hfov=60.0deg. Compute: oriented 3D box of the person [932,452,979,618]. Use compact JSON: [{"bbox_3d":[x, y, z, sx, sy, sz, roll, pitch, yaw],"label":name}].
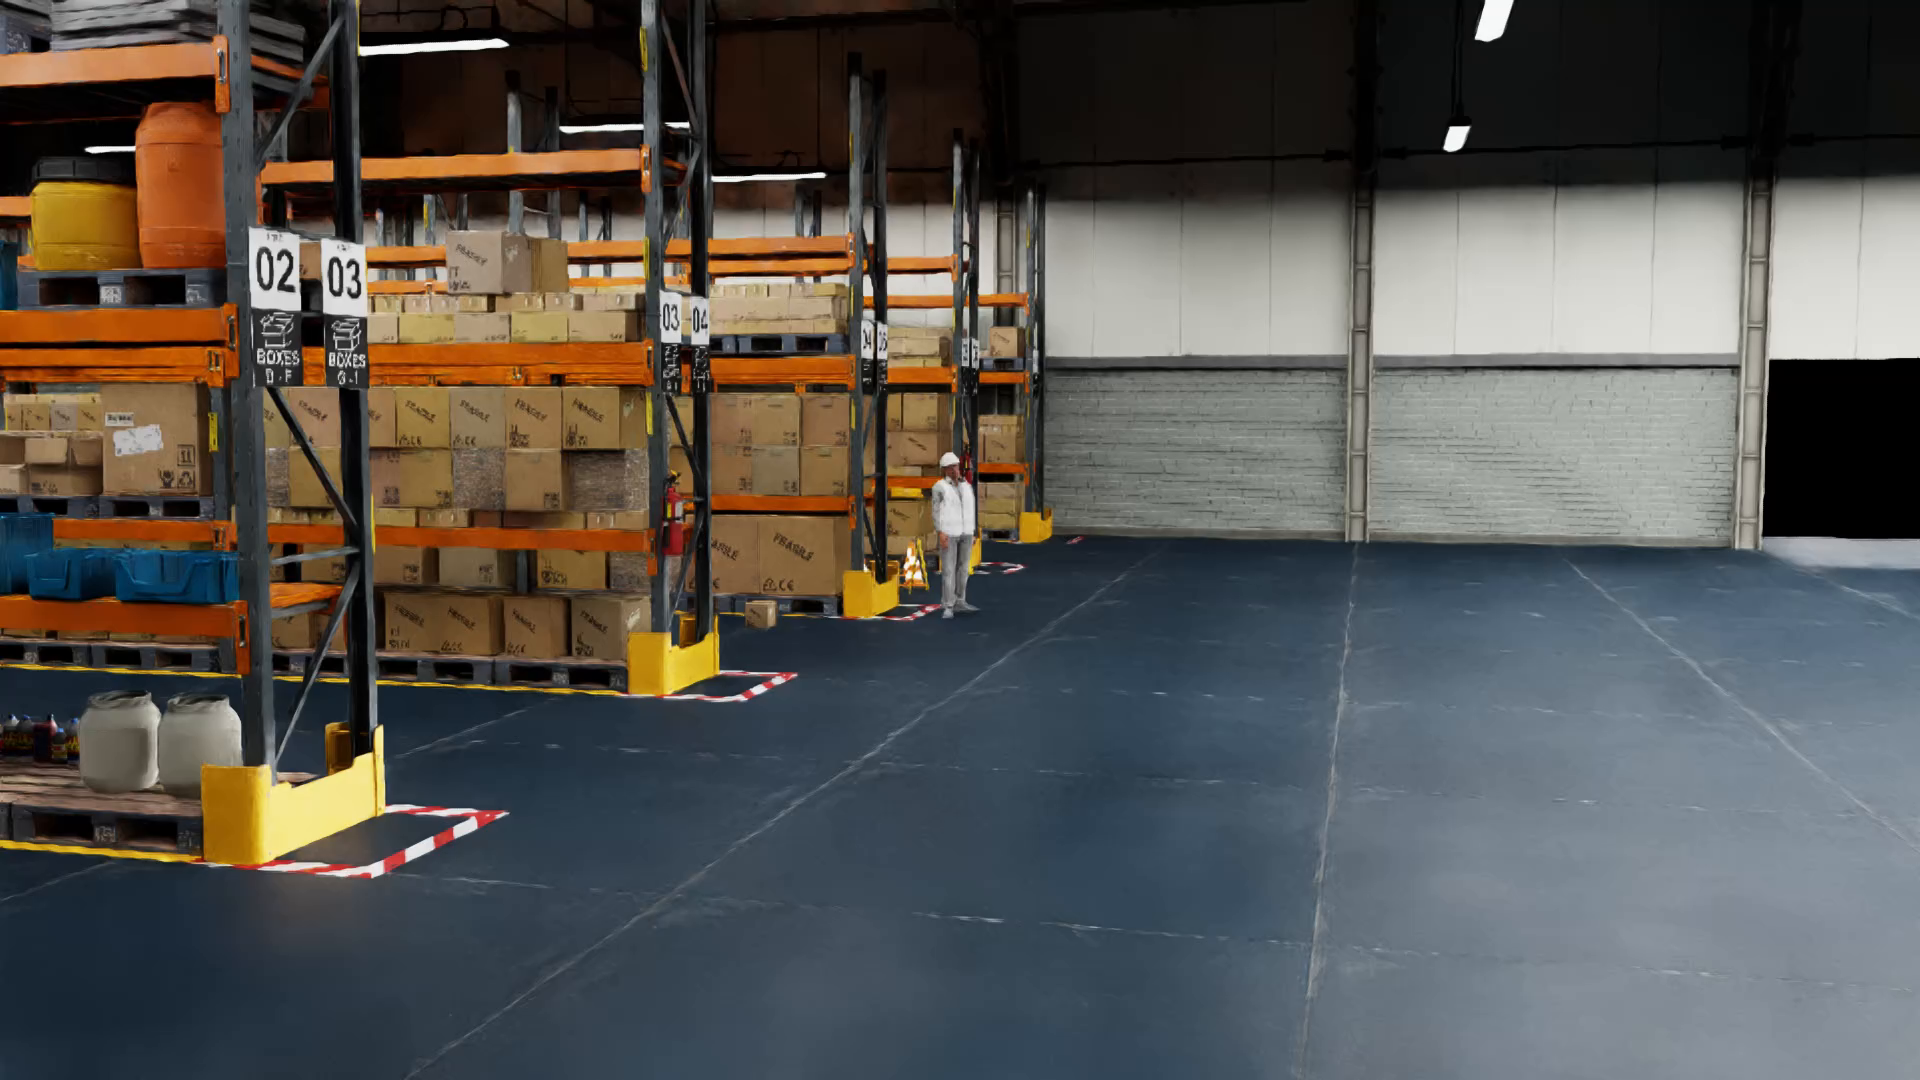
[{"bbox_3d":[-0.034,-0.065,18.069,0.580,1.778,0.477,-3,6,-34],"label":"person"}]
